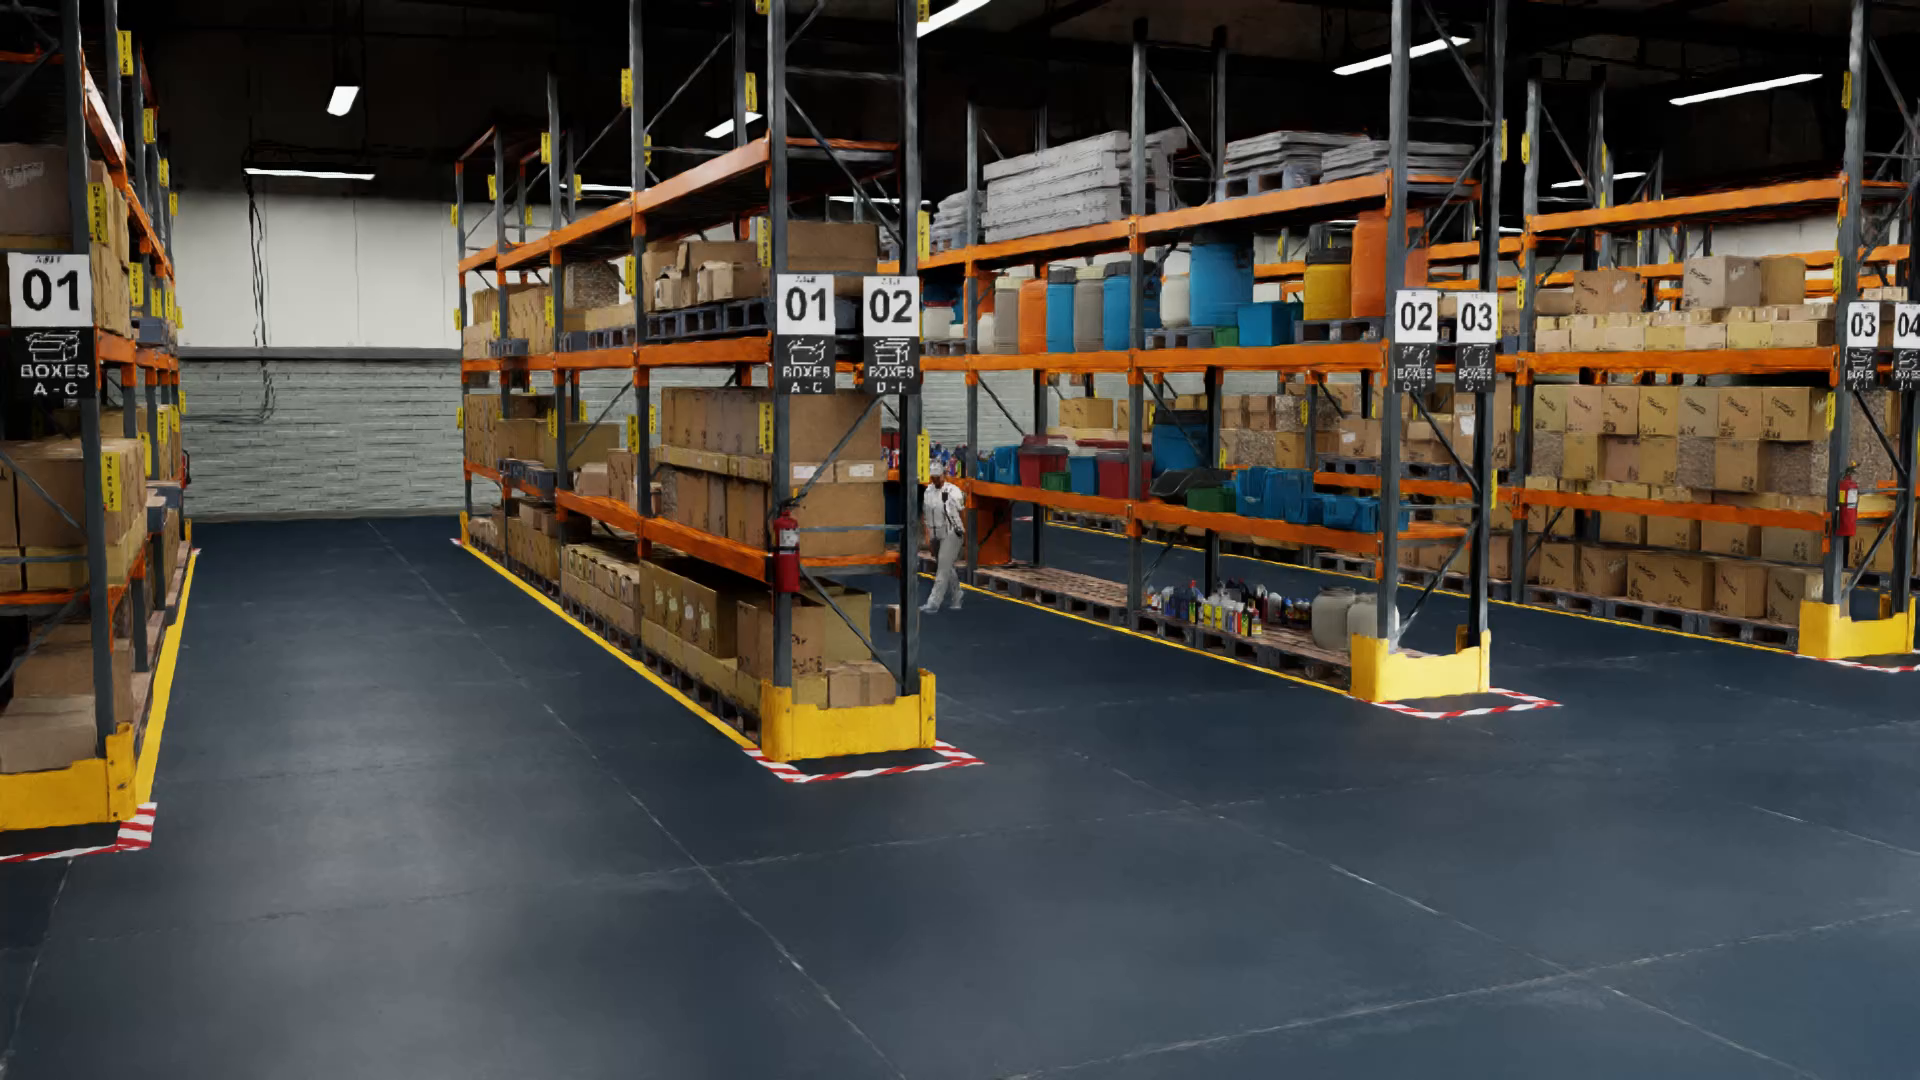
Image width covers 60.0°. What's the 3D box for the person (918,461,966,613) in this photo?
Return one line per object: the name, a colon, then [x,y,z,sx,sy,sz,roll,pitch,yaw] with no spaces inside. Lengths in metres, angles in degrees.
person: [-0.204,-0.034,17.814,0.468,1.623,0.958,4,7,35]
